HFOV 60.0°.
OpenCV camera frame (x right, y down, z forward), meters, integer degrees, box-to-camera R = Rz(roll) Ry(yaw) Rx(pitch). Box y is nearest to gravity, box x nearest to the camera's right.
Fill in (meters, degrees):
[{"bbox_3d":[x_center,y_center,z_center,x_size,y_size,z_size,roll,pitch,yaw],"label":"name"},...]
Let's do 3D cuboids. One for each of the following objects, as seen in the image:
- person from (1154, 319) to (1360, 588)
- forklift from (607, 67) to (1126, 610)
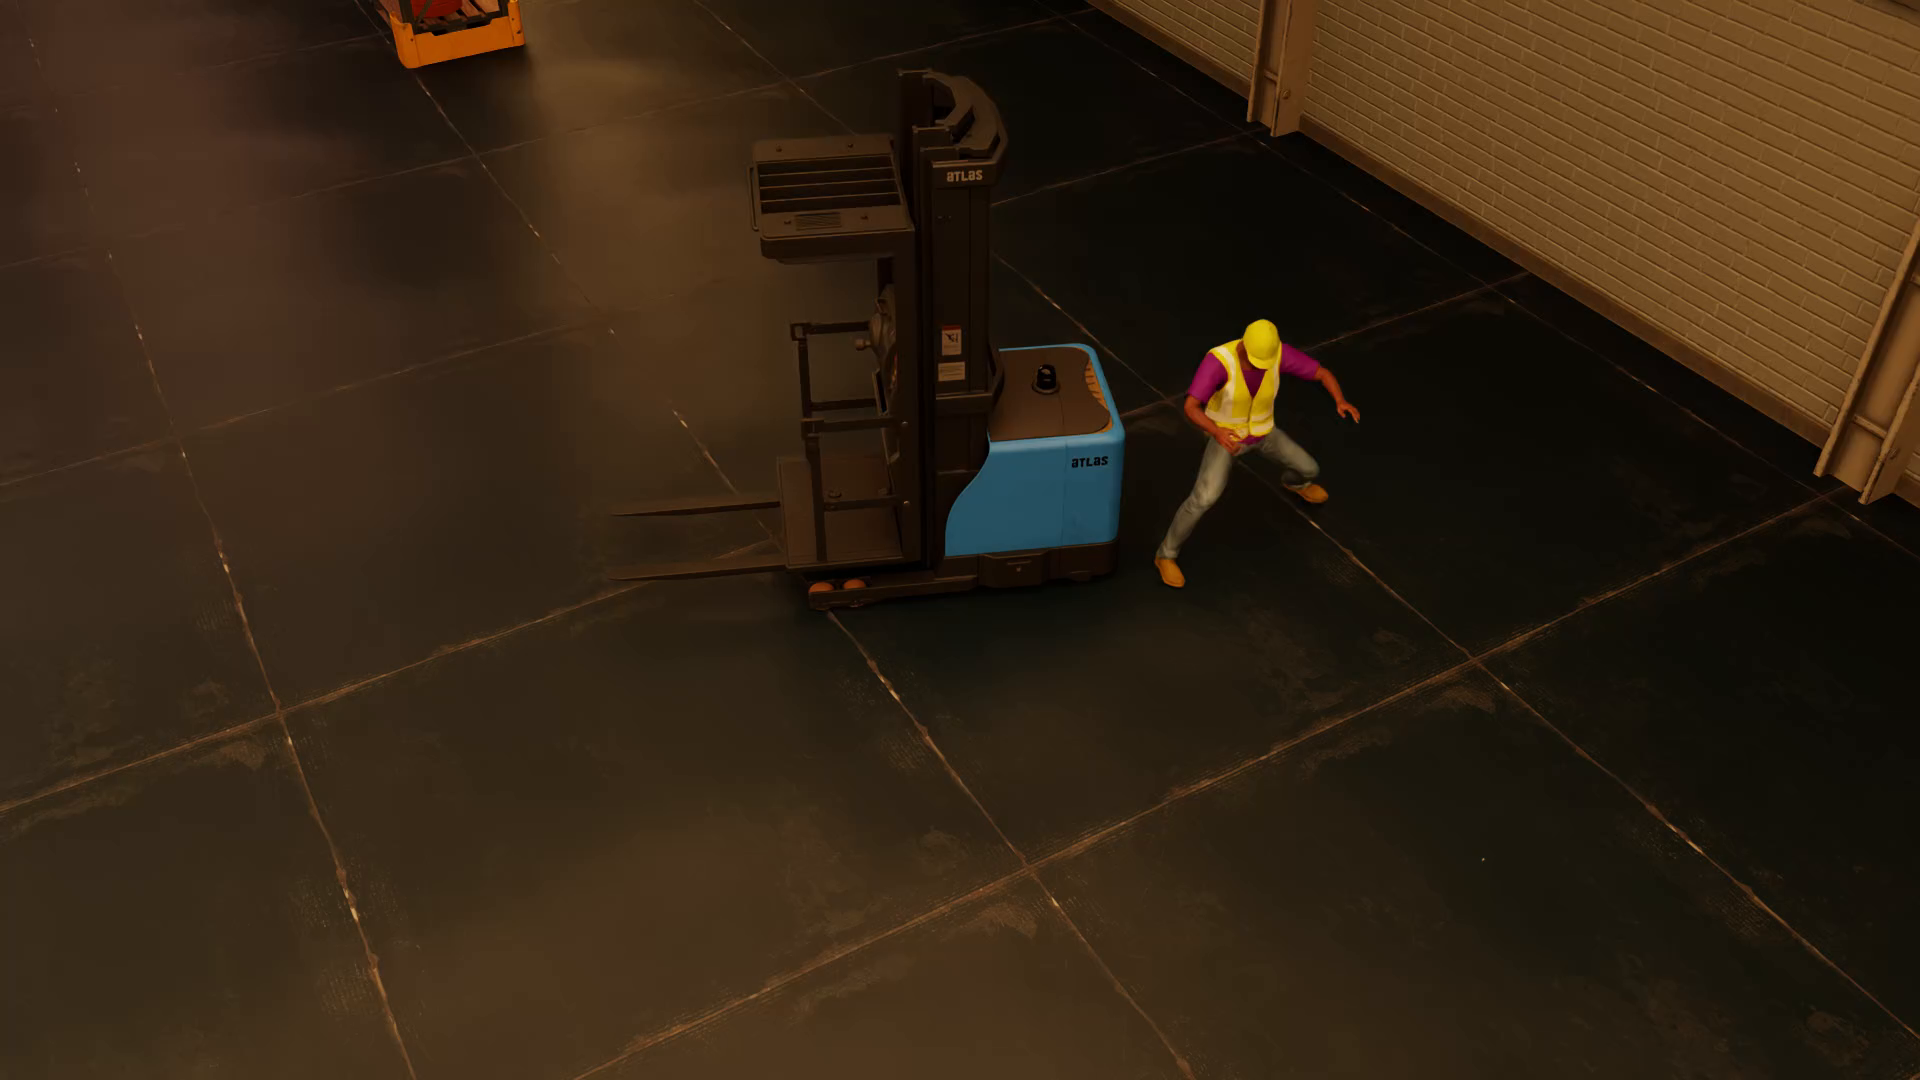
[{"bbox_3d":[1.771,-0.613,9.863,1.279,1.542,0.743,-10,41,-11],"label":"person"},{"bbox_3d":[-0.604,-1.075,9.332,3.031,2.935,1.130,-5,40,-6],"label":"forklift"}]
